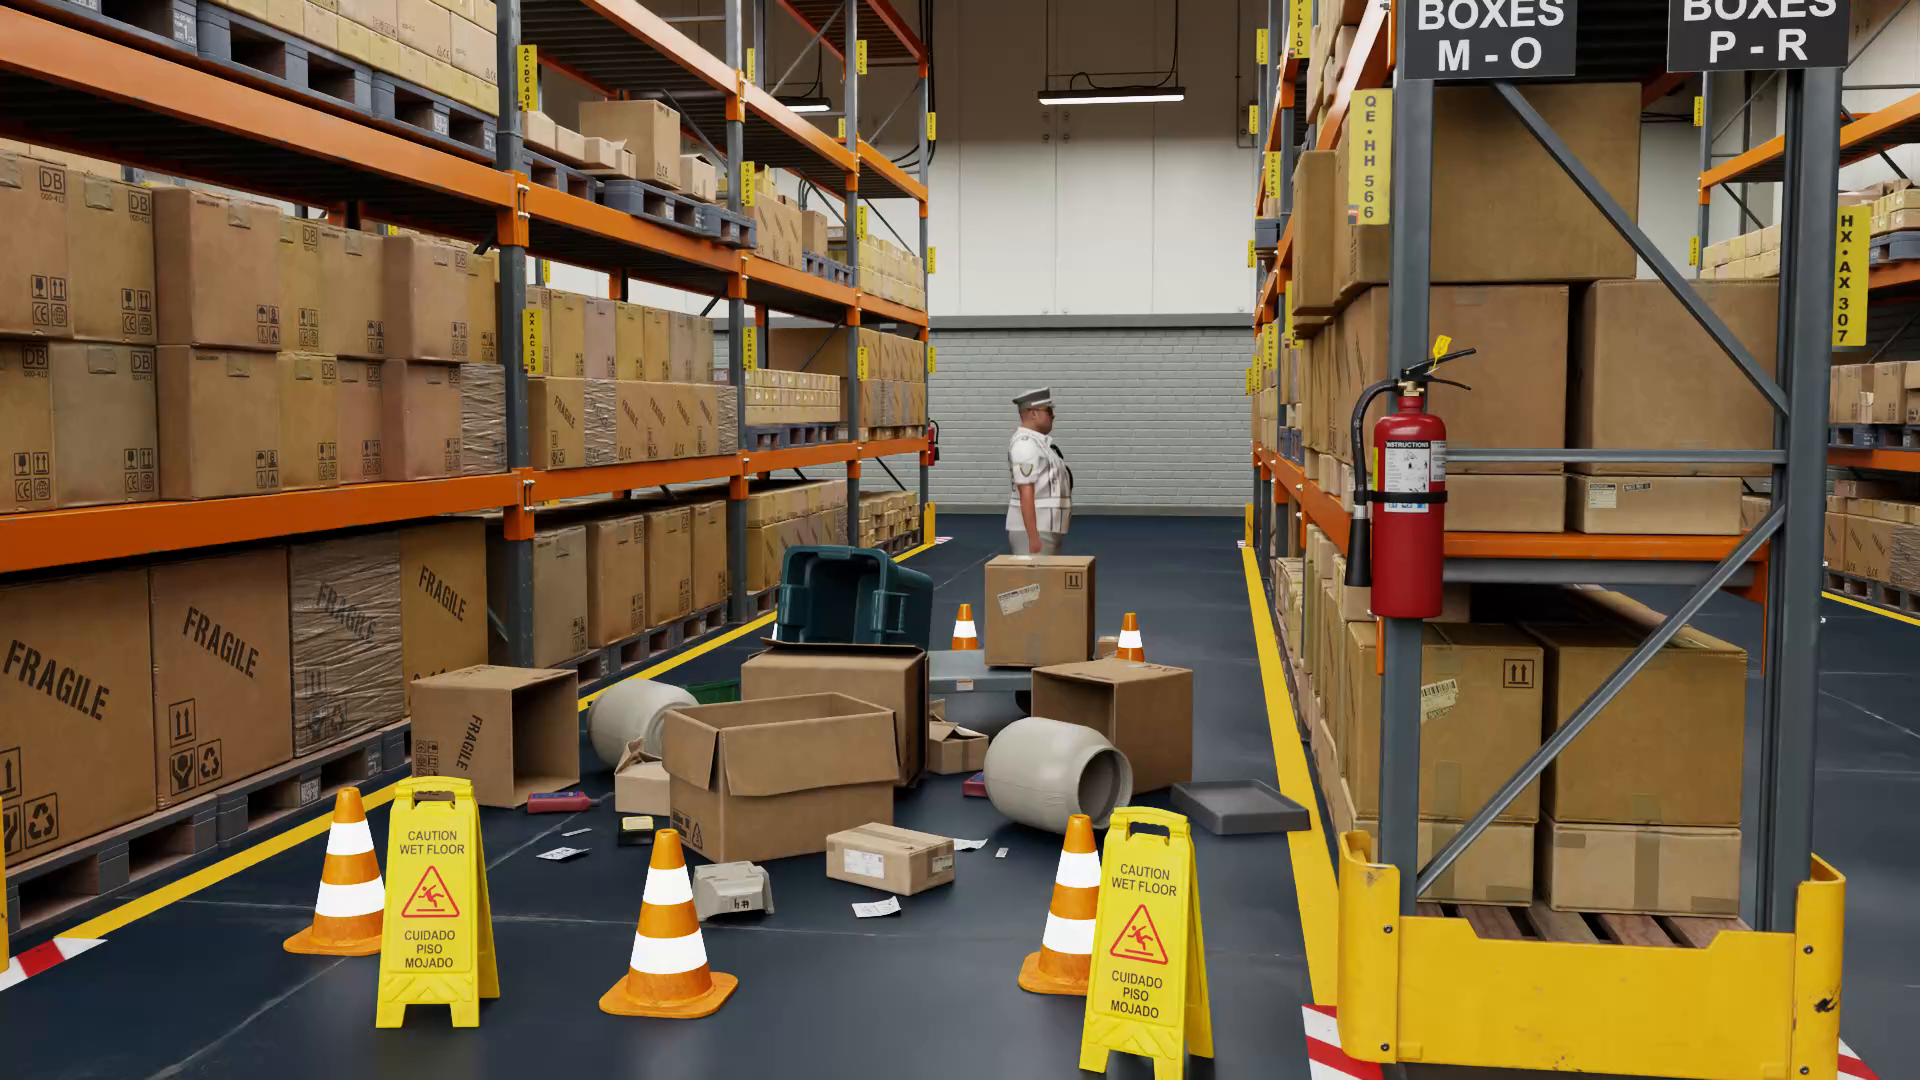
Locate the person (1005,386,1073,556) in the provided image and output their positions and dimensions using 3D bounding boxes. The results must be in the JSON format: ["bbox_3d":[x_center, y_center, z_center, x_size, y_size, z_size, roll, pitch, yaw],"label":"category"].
[{"bbox_3d":[0.477,-0.021,10.025,0.394,1.805,0.542,1,4,10],"label":"person"}]
